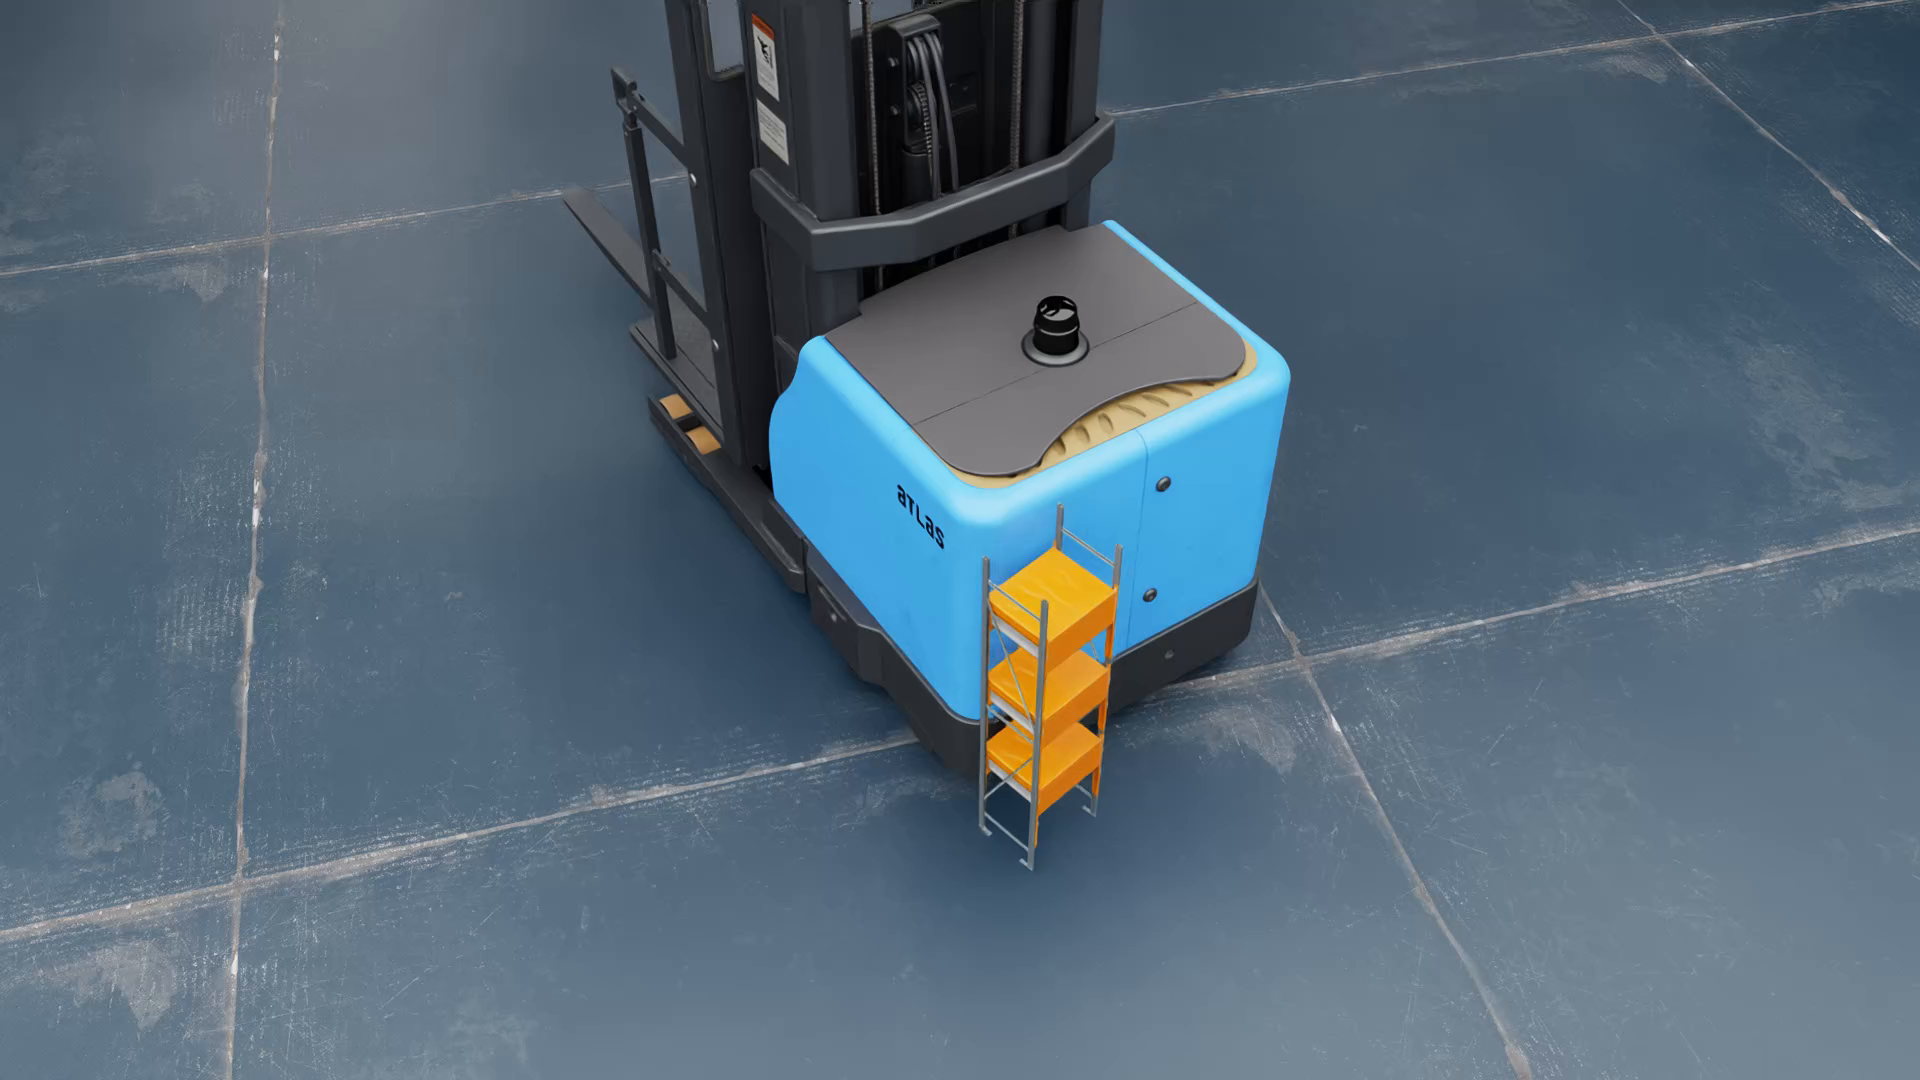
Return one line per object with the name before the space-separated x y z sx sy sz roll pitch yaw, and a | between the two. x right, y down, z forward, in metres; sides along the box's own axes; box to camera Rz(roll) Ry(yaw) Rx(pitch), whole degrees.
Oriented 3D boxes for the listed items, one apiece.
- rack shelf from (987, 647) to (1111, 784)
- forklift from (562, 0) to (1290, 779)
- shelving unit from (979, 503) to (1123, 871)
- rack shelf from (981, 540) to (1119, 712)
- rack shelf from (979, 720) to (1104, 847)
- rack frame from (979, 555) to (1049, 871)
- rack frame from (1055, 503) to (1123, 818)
rack shelf | 0.210 0.401 4.137 0.240 0.259 0.215 -35 55 -29
forklift | -0.375 -1.405 4.575 1.130 2.935 3.031 -25 51 -23
shelving unit | 0.210 0.394 4.129 0.252 1.050 0.215 -35 55 -29
rack shelf | 0.210 0.203 3.934 0.240 0.259 0.215 -35 55 -29
rack shelf | 0.210 0.596 4.335 0.240 0.259 0.215 -35 55 -29
rack frame | 0.123 0.454 4.070 0.008 1.050 0.200 -35 55 -29
rack frame | 0.298 0.333 4.189 0.008 1.050 0.200 -35 55 -29
